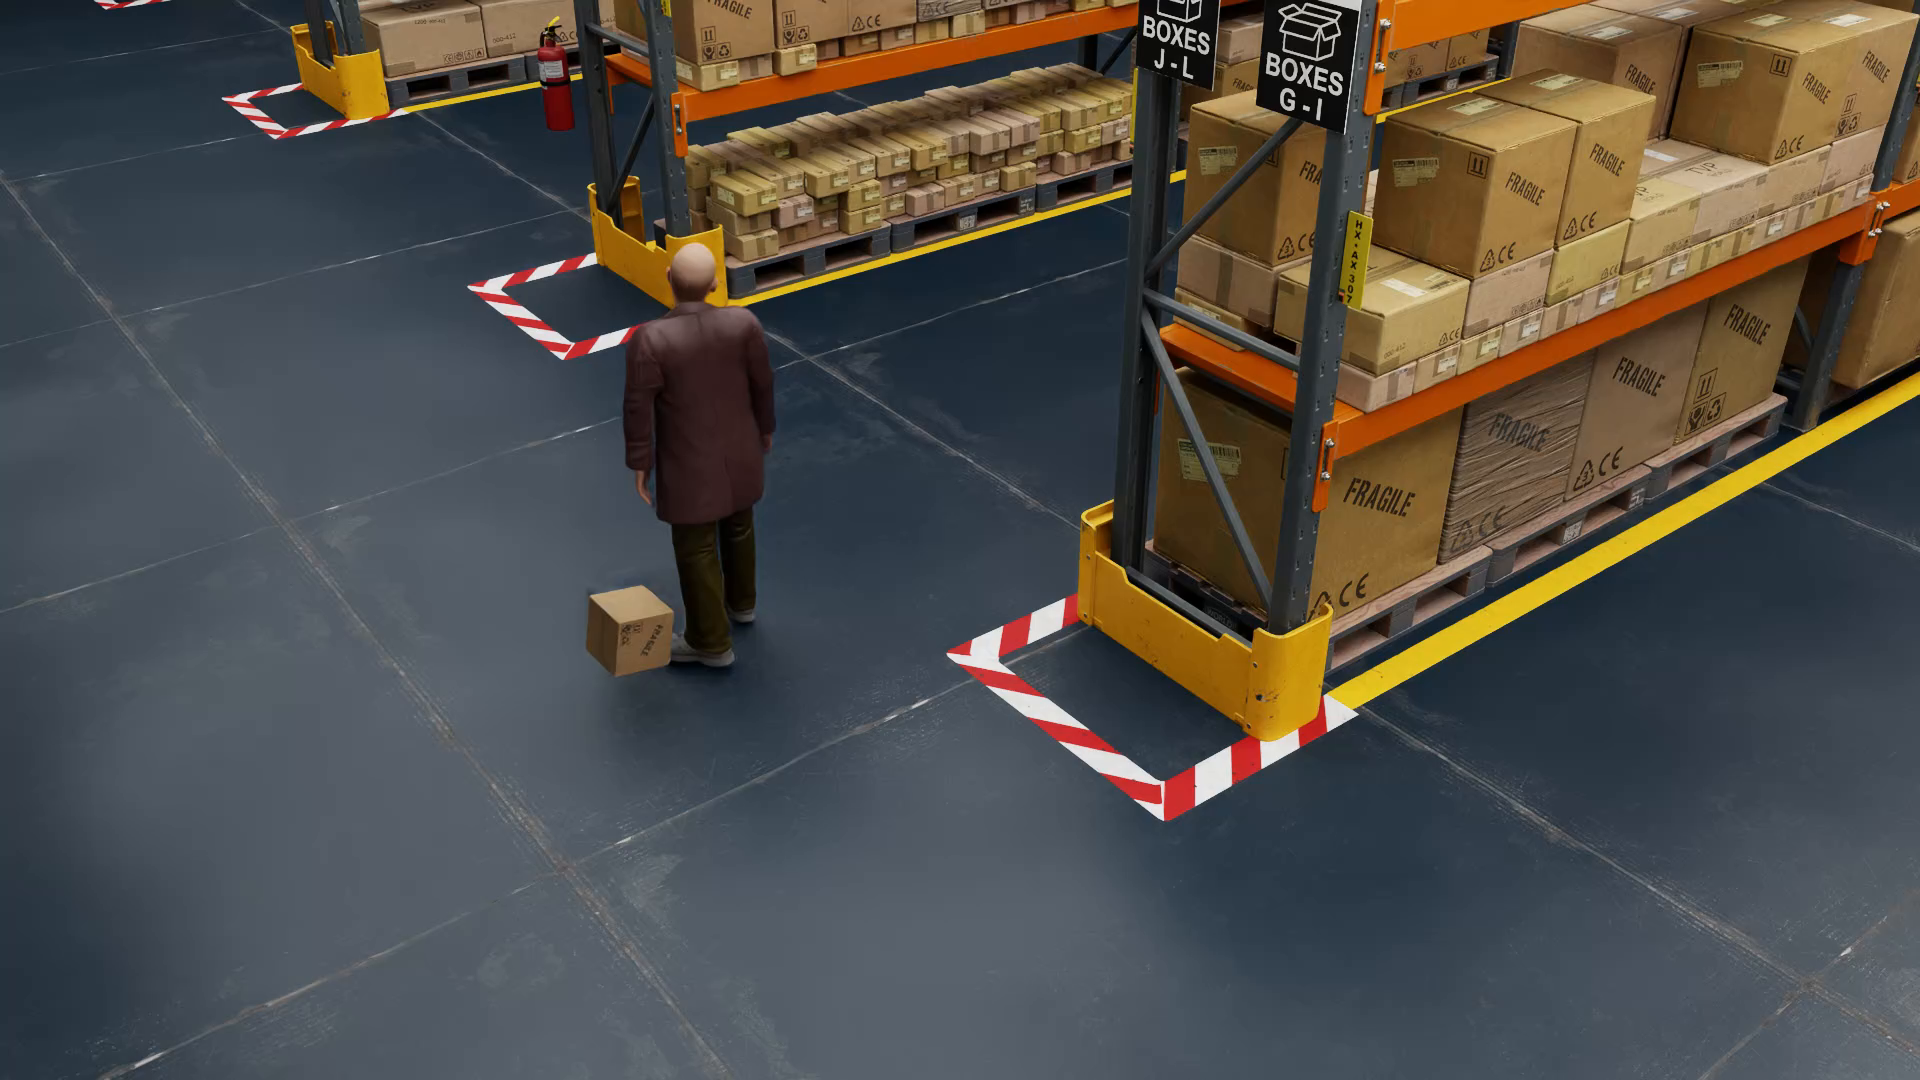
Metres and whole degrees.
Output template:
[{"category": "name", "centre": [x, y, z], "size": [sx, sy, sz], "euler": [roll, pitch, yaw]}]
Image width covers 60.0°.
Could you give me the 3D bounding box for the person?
[{"category": "person", "centre": [-1.055, -0.379, 6.712], "size": [0.654, 1.781, 0.618], "euler": [-18, 36, -27]}]
